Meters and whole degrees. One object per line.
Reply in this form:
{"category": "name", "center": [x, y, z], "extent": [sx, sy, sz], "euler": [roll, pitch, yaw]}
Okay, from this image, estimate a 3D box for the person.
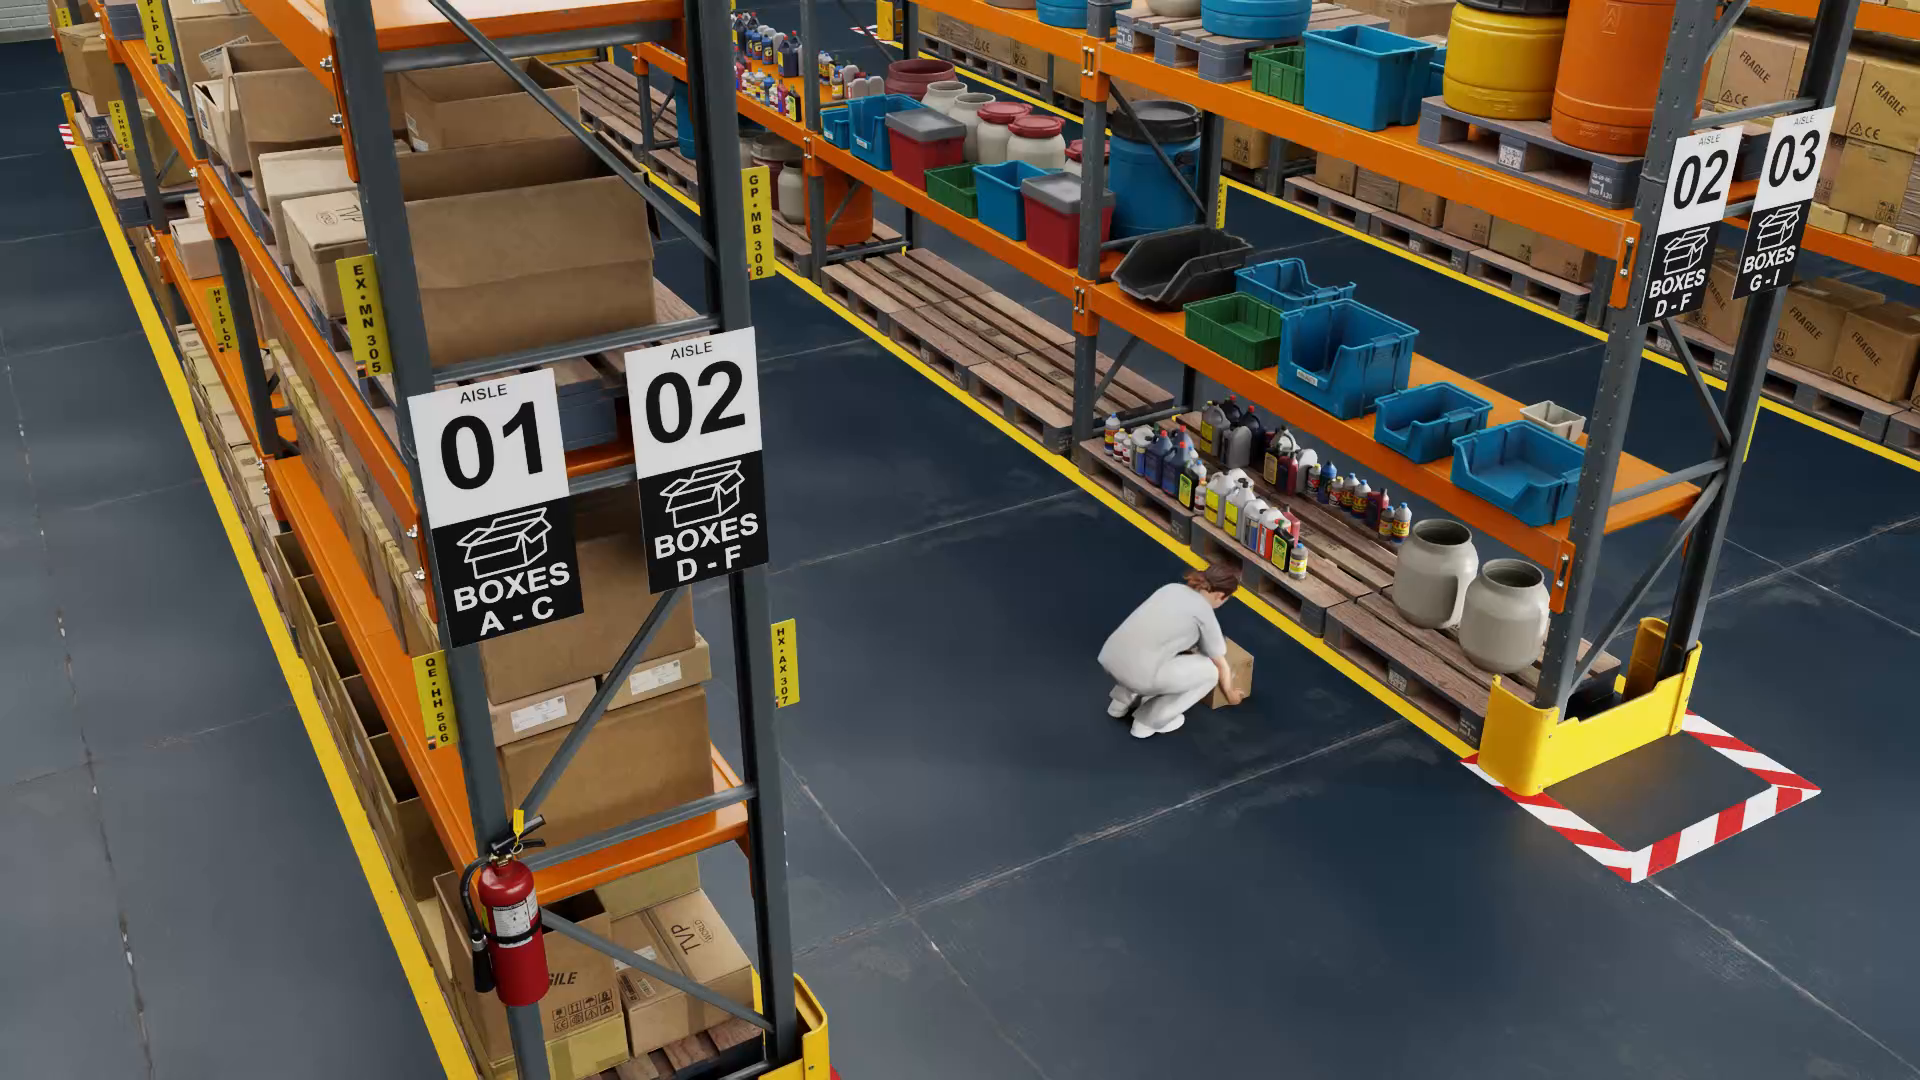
{"category": "person", "center": [1.087, 0.574, 8.526], "extent": [0.821, 0.800, 0.477], "euler": [-16, 33, -26]}
